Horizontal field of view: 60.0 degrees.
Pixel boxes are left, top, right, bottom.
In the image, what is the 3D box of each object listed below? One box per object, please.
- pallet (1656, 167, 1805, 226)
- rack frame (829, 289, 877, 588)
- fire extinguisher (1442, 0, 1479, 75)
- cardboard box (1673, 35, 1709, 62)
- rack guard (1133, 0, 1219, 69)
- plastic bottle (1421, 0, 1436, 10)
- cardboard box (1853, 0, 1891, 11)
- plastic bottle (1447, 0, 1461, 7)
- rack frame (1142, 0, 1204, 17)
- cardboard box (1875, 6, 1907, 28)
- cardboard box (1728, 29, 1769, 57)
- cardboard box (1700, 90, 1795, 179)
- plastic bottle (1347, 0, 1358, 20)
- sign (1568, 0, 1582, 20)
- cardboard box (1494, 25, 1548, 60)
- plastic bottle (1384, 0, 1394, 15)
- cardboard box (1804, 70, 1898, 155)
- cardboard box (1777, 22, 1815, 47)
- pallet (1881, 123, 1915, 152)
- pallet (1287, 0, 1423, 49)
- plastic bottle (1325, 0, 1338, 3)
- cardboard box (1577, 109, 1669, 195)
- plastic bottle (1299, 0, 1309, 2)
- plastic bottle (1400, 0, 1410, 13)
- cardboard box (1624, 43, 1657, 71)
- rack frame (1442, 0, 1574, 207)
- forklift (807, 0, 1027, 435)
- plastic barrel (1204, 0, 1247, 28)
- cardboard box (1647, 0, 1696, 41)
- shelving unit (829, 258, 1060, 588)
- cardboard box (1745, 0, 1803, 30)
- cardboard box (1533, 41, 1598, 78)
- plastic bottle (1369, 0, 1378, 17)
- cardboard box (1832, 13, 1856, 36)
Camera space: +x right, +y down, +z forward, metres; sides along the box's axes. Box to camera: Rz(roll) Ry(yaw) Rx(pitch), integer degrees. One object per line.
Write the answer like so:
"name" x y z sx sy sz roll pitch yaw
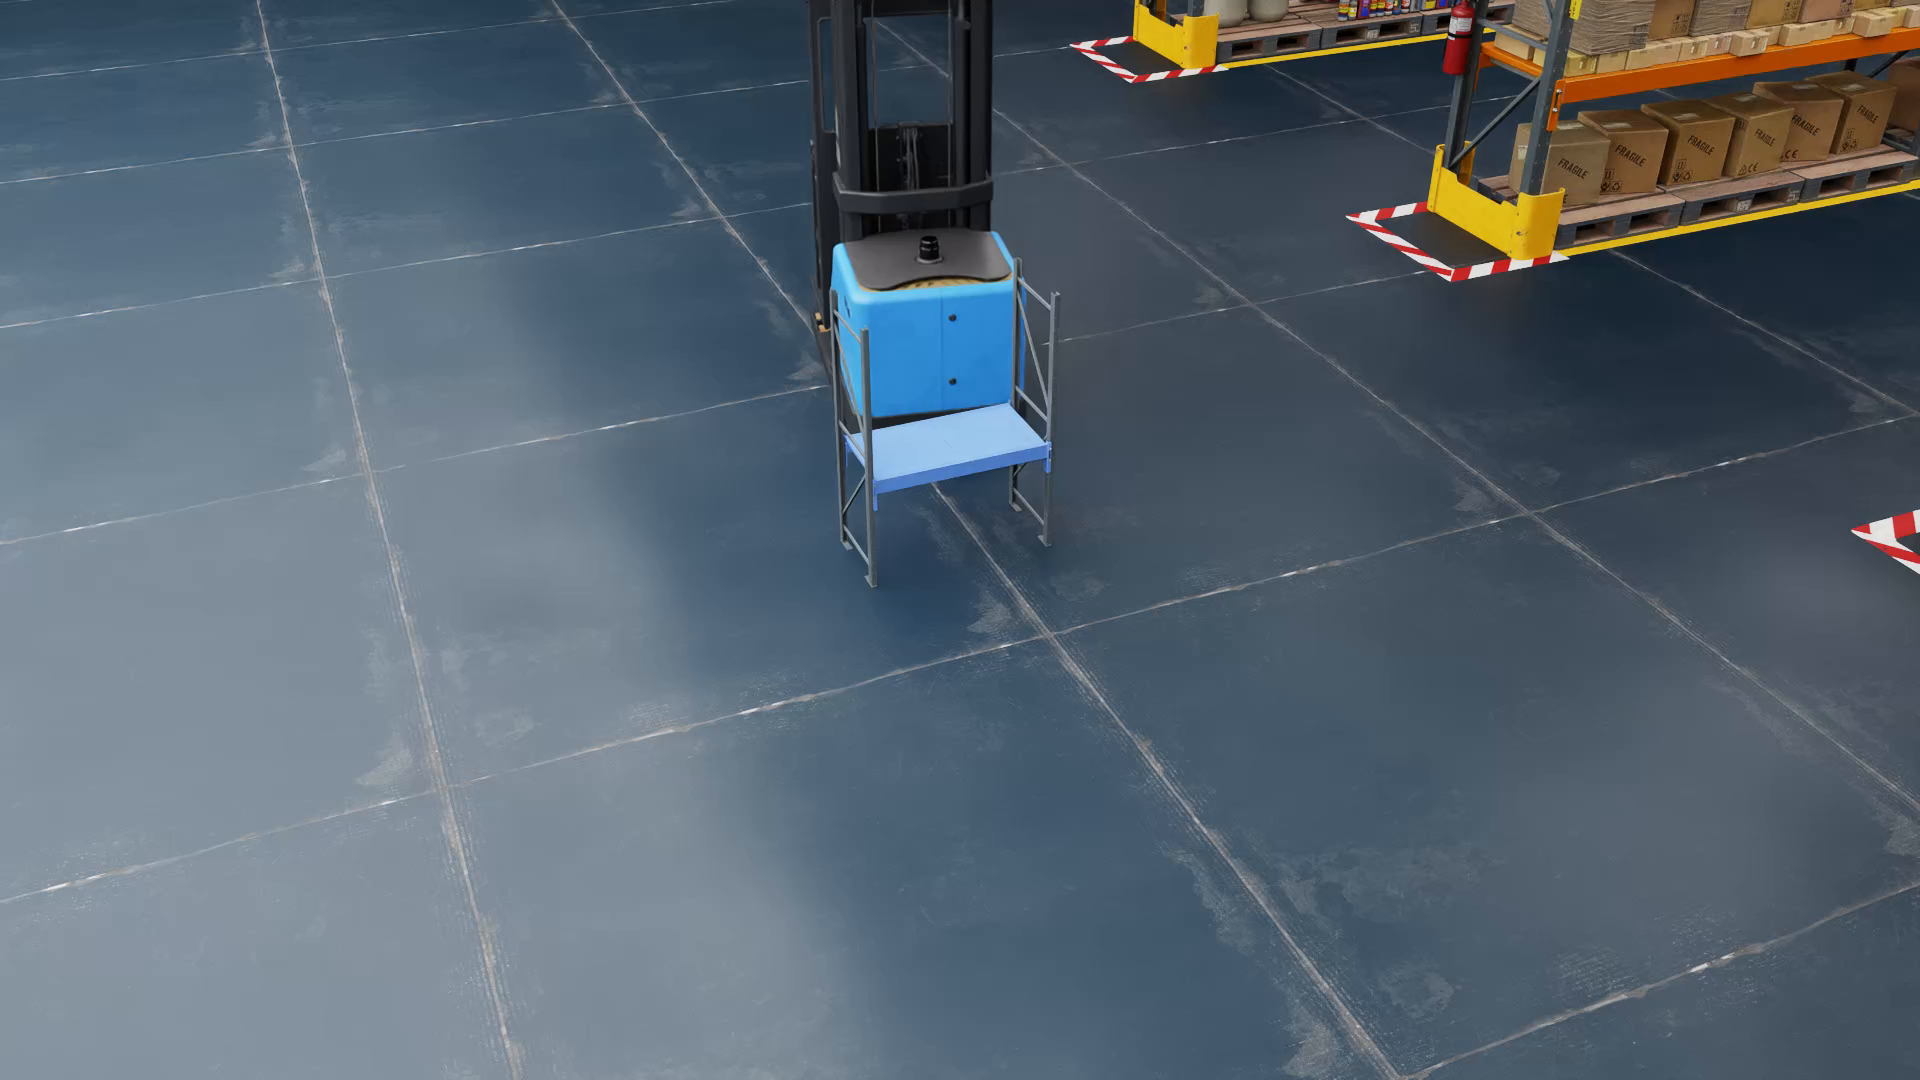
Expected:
"pallet" 5.962 -2.894 13.422 1.213 0.211 1.003 -13 35 -19
"rack frame" -0.547 -0.503 8.566 0.032 1.500 0.500 -13 35 -19
"fire extinguisher" 3.723 -3.813 12.348 0.183 0.674 0.296 -13 35 -19
"cardboard box" 5.292 -3.673 12.294 0.250 0.149 0.380 -13 35 -19
"rack guard" 2.141 -5.120 16.579 0.348 0.500 1.175 -13 35 -19
"plastic bottle" 4.820 -5.657 17.138 0.185 0.351 0.144 -13 35 -19
"cardboard box" 6.781 -4.497 12.965 0.500 0.500 0.875 -13 35 -19
"plastic bottle" 5.118 -5.725 17.243 0.185 0.351 0.144 -15 36 -21
"rack frame" 2.089 -6.128 15.836 0.127 3.000 1.000 -13 35 -19
"cardboard box" 7.122 -4.113 12.969 0.250 0.149 0.380 -13 35 -19
"cardboard box" 5.782 -3.741 12.397 0.250 0.149 0.380 -13 35 -19
"cardboard box" 6.243 -3.251 13.321 0.500 0.500 0.500 -16 36 -23
"plastic bottle" 3.977 -5.388 16.860 0.097 0.201 0.097 0 33 0
"sign" 4.217 -3.728 11.353 0.005 0.325 0.100 -13 35 -19
"cardboard box" 4.189 -3.696 12.329 0.250 0.149 0.380 -13 35 -19
"plastic bottle" 4.381 -5.480 17.003 0.097 0.201 0.097 0 33 0
"cardboard box" 7.310 -3.546 13.775 0.500 0.500 0.500 -14 36 -20
"cardboard box" 6.221 -3.874 12.602 0.250 0.149 0.380 -13 35 -19
"pallet" 8.412 -3.478 14.320 1.213 0.211 1.003 -13 35 -19
"pallet" 4.015 -5.423 17.310 1.213 0.211 1.003 -13 35 -19
"plastic bottle" 3.898 -5.768 17.370 0.133 0.283 0.061 -13 35 -19
"cardboard box" 5.127 -3.033 12.986 0.500 0.500 0.500 -4 33 -6
"plastic bottle" 3.613 -5.748 17.414 0.097 0.201 0.097 0 33 0
"plastic bottle" 4.571 -5.524 17.069 0.097 0.201 0.097 0 33 0
"cardboard box" 4.836 -3.561 12.121 0.250 0.149 0.380 -13 35 -19
"rack frame" 4.007 -3.638 12.008 0.127 3.000 1.000 -13 35 -19
"forklift" -0.398 -2.532 10.372 1.130 2.935 3.031 -6 34 -10
"plastic barrel" 2.666 -5.439 16.673 0.421 0.512 0.421 0 33 0
"cardboard box" 4.939 -4.072 12.312 0.500 0.500 0.875 -13 35 -19
"shelving unit" -0.079 -0.611 8.731 1.048 1.500 0.538 -13 35 -19
"cardboard box" 5.882 -4.256 12.594 0.500 0.500 0.875 -13 35 -19
"cardboard box" 4.362 -3.473 11.985 0.250 0.149 0.380 -13 35 -19
"plastic bottle" 4.197 -5.468 16.919 0.097 0.271 0.097 0 33 0
"cardboard box" 6.653 -4.018 12.823 0.250 0.149 0.380 -13 35 -19
